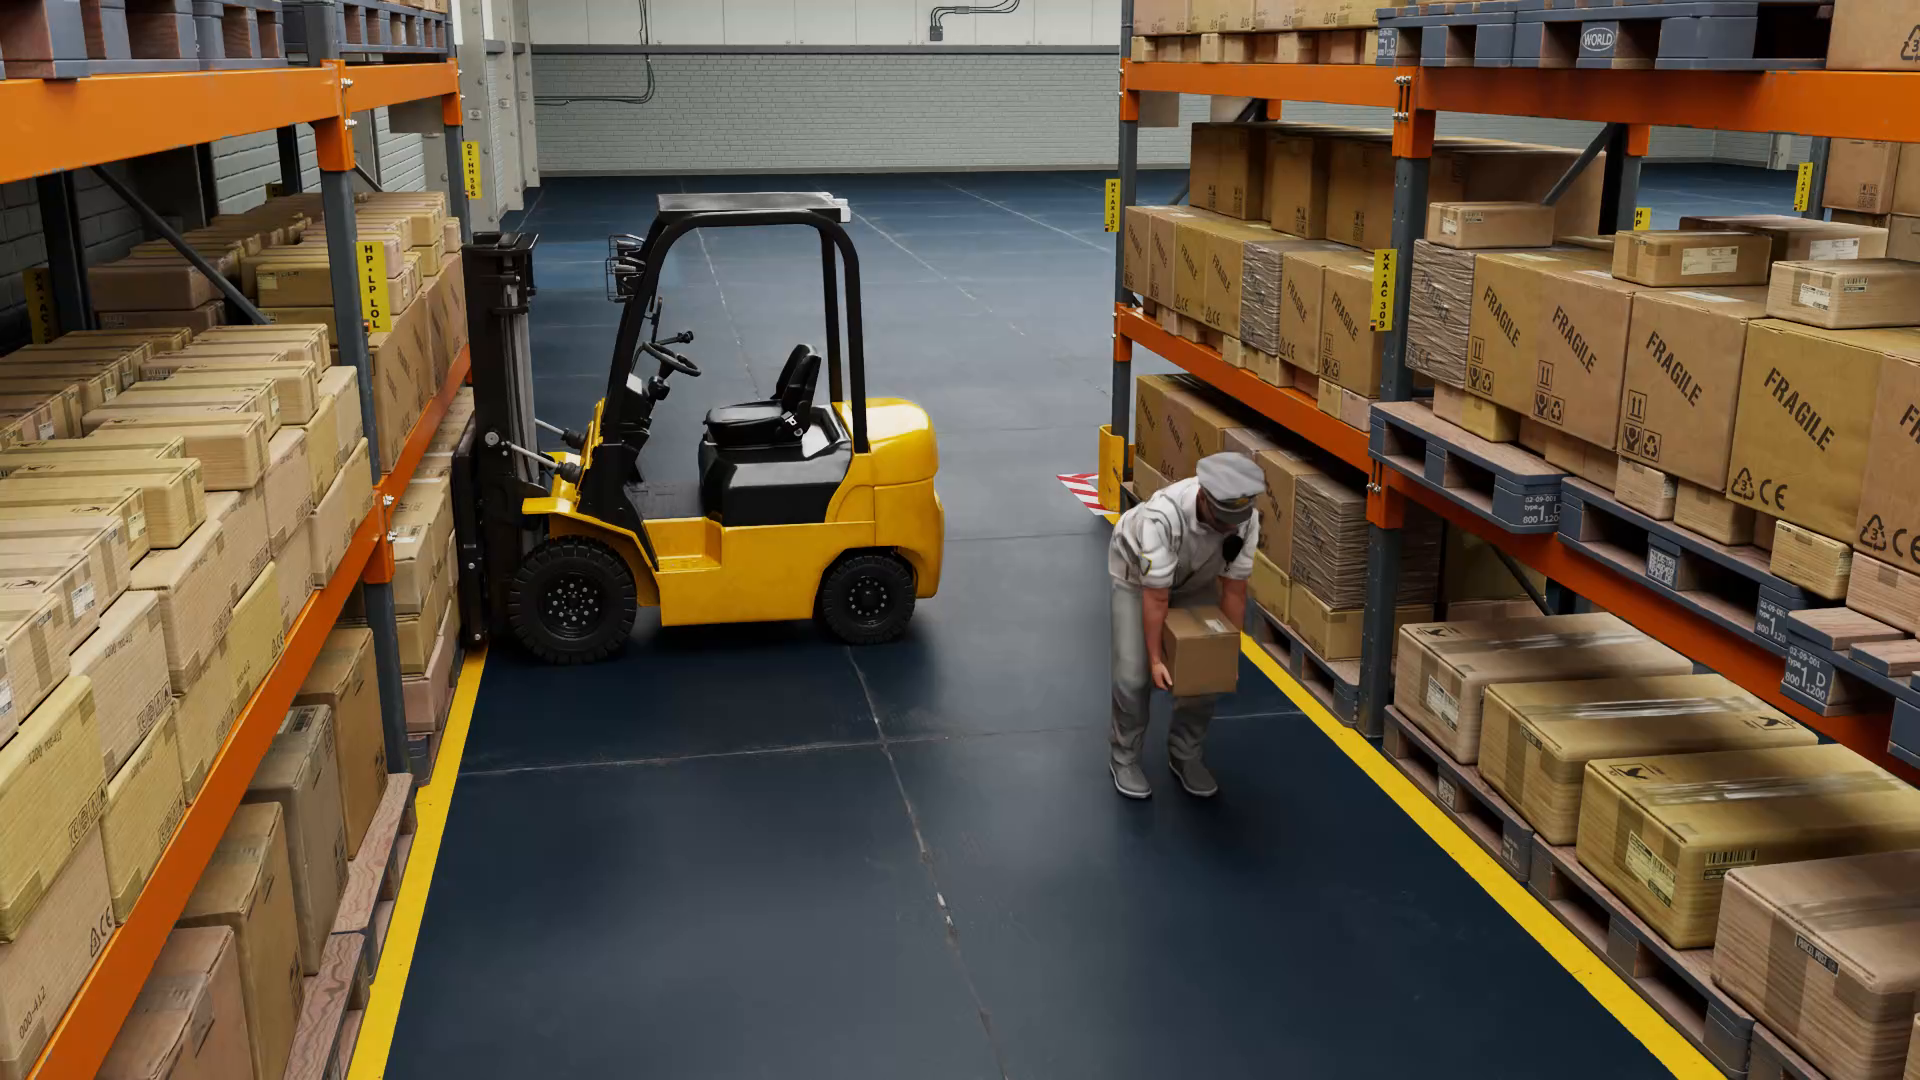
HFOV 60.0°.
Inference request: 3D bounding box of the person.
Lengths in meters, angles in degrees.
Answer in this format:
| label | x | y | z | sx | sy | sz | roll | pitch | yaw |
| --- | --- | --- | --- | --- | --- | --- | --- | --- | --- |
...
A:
| label | x | y | z | sx | sy | sz | roll | pitch | yaw |
| --- | --- | --- | --- | --- | --- | --- | --- | --- | --- |
| person | 0.870 | 0.333 | 6.396 | 0.478 | 1.471 | 0.919 | -4 | 17 | -13 |
